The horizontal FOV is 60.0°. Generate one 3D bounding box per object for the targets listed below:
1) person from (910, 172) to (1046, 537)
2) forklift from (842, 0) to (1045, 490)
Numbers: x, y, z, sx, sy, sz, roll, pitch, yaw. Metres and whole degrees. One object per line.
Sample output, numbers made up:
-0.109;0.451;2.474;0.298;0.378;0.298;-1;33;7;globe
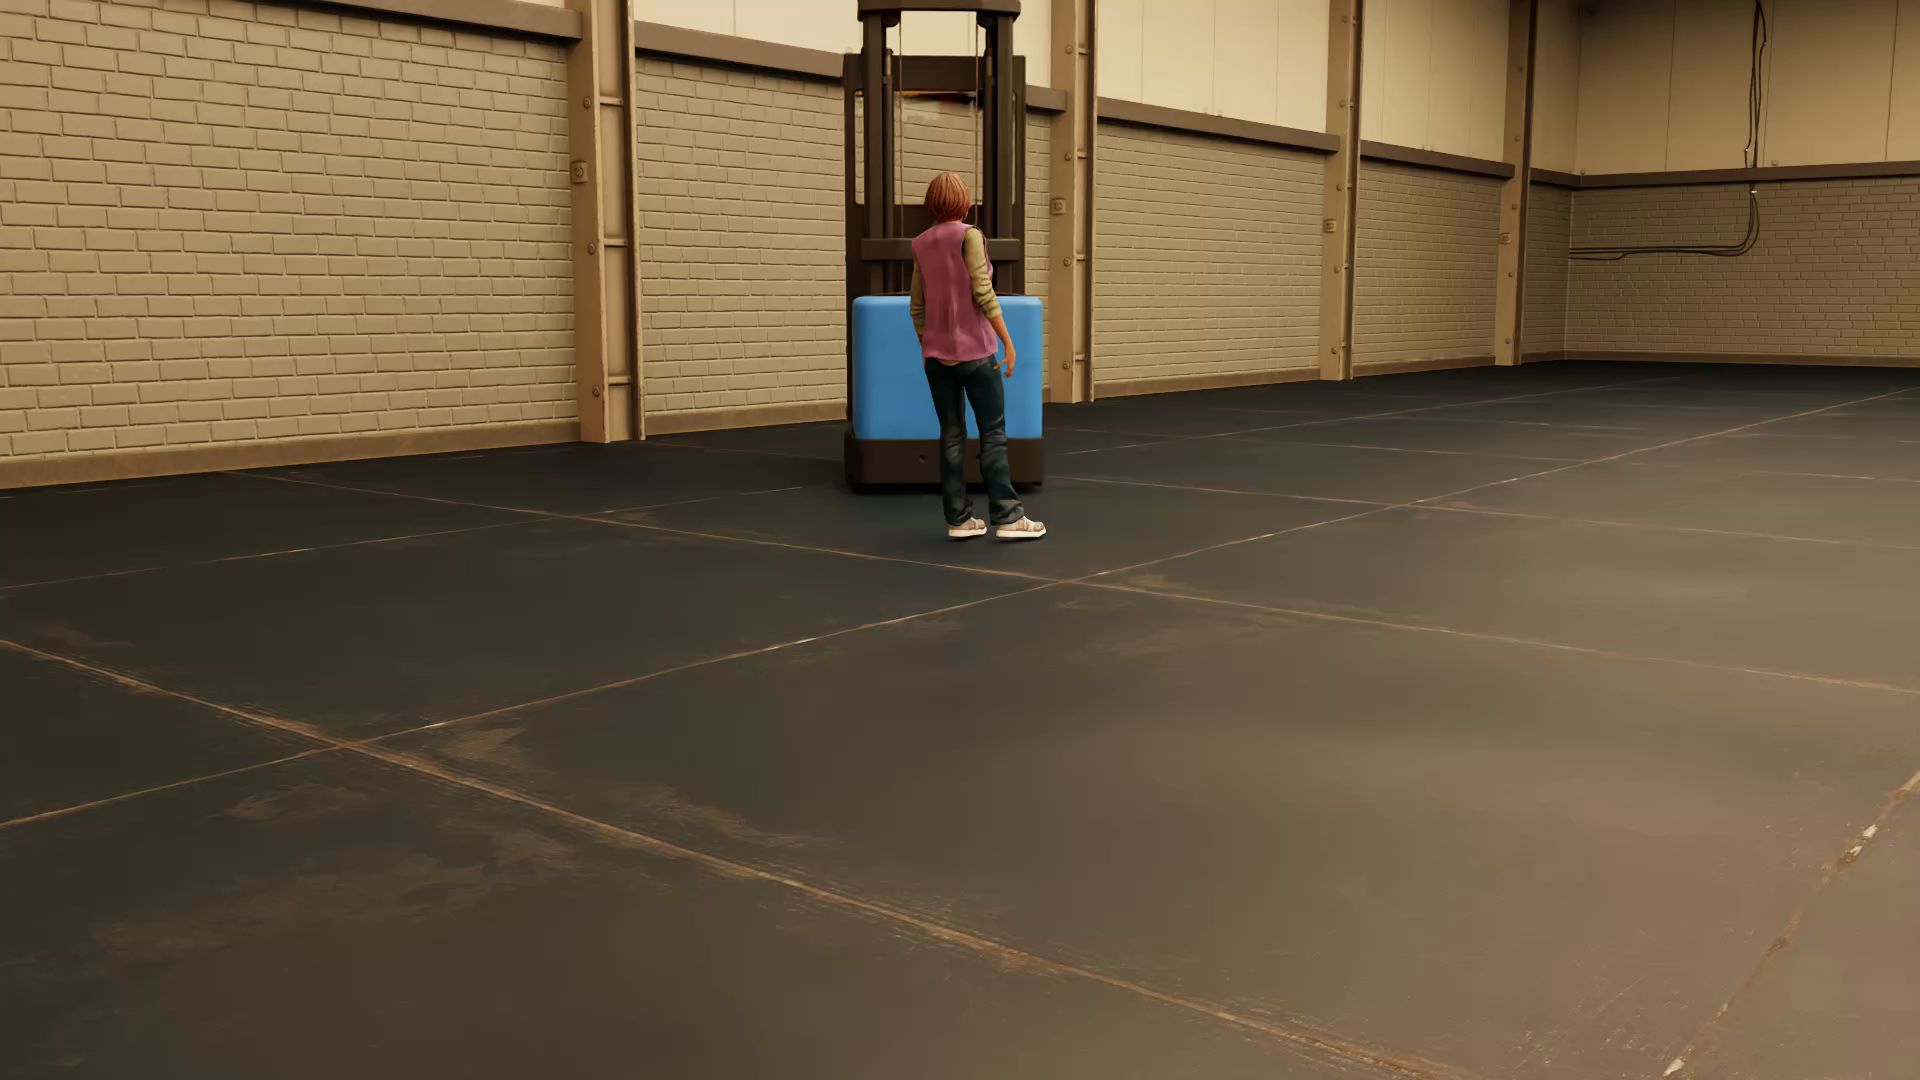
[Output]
0.058;-0.805;7.336;0.519;1.598;0.475;7;11;38;person
-0.170;-1.906;10.307;1.130;2.935;3.031;-1;8;-4;forklift
